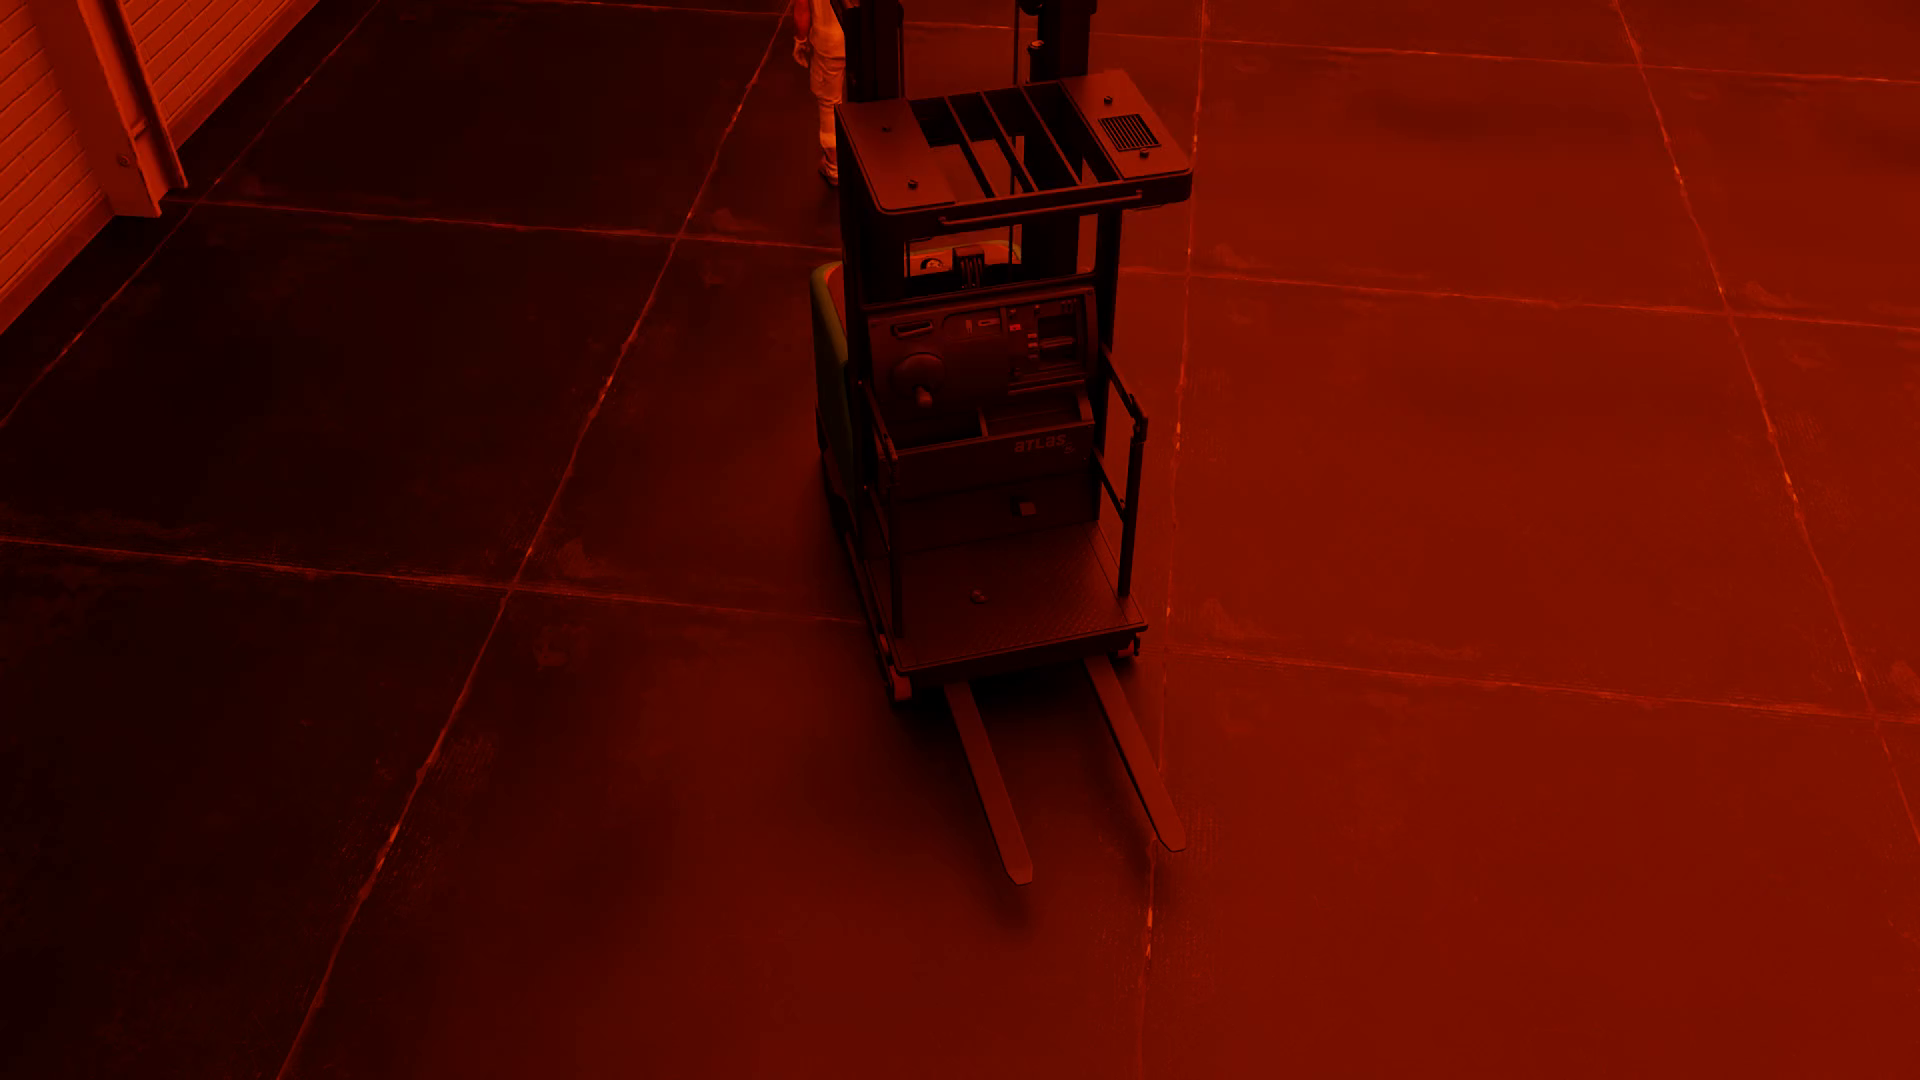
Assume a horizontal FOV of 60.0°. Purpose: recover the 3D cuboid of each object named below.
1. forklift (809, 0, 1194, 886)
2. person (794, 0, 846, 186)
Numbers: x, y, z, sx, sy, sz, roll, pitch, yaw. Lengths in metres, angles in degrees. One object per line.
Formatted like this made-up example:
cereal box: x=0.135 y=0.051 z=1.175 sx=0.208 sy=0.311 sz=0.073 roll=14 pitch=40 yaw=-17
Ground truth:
forklift: x=0.153 y=-0.681 z=6.465 sx=1.130 sy=2.935 sz=3.031 roll=-10 pitch=44 yaw=-11
person: x=-0.673 y=-2.934 z=9.772 sx=0.608 sy=1.779 sz=0.452 roll=-7 pitch=43 yaw=-7
